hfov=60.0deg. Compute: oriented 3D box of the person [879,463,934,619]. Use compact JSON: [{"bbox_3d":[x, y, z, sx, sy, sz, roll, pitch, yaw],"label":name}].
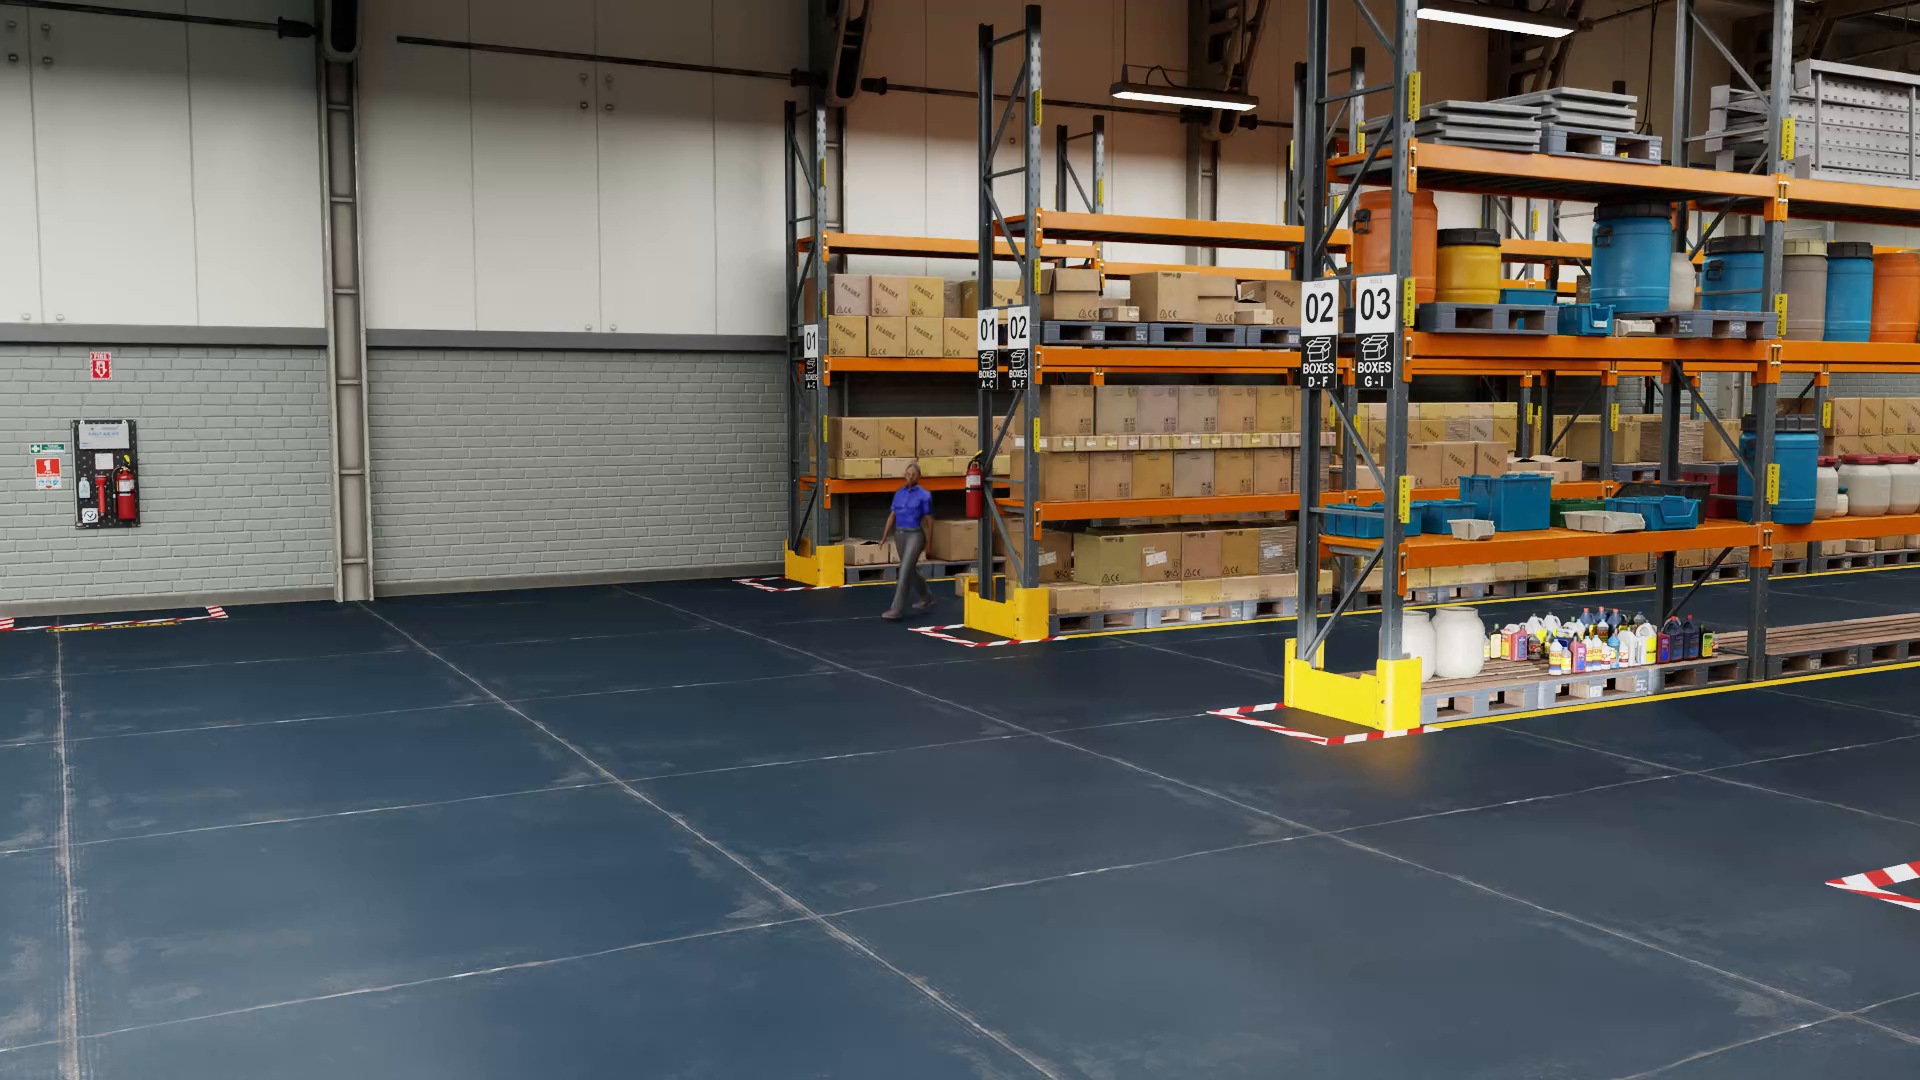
[{"bbox_3d":[-0.547,-0.003,17.527,0.467,1.606,0.973,4,6,36],"label":"person"}]
